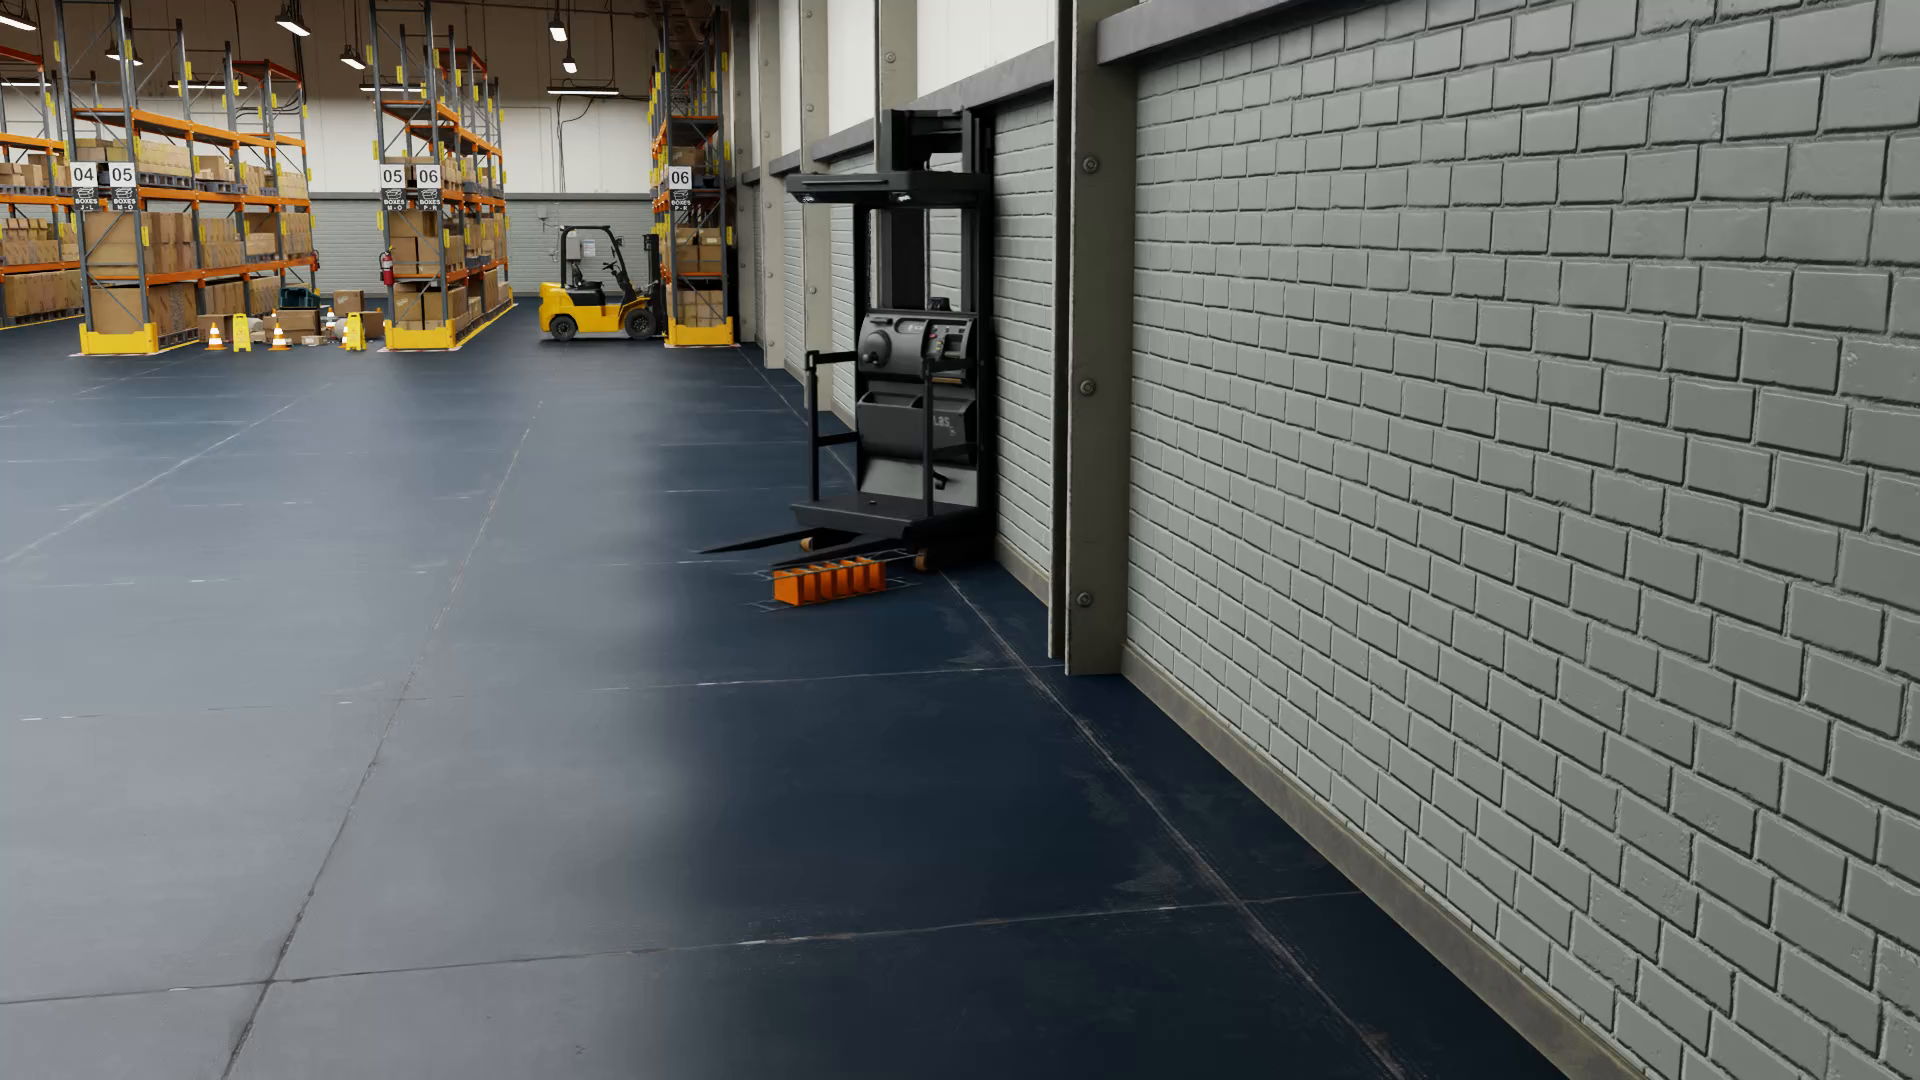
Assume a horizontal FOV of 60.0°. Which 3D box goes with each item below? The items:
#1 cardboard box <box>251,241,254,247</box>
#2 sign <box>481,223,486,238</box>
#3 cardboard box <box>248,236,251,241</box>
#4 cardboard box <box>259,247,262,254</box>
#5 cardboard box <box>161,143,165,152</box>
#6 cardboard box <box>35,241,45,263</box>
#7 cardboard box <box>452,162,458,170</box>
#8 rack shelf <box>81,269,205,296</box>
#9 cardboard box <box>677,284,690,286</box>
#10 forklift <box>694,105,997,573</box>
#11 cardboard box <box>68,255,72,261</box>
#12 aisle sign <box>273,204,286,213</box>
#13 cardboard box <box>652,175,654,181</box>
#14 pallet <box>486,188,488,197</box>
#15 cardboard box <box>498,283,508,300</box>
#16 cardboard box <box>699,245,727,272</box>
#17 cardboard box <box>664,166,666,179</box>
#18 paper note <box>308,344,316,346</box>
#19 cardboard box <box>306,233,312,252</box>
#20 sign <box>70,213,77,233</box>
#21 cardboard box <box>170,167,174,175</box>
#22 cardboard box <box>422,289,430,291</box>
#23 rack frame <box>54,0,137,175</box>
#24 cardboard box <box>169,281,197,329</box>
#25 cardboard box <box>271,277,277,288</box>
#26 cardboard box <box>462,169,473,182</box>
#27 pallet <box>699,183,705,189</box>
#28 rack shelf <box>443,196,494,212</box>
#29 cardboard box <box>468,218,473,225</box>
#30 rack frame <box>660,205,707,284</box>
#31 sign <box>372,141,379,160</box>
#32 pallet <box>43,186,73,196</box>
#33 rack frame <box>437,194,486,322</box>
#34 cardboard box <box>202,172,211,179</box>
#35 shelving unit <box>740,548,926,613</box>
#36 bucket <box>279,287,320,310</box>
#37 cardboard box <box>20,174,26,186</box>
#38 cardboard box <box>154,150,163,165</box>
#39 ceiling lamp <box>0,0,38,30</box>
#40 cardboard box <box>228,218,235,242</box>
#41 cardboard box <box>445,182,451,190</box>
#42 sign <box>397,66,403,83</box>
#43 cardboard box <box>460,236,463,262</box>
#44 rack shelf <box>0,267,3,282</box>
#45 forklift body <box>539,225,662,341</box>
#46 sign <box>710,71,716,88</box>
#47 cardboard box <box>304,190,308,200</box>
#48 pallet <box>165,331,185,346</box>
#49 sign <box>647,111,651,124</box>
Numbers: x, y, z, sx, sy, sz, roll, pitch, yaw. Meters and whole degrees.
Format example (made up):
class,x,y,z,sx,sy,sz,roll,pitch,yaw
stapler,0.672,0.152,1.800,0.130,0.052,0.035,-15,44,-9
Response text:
class,x,y,z,sx,sy,sz,roll,pitch,yaw
cardboard box,-16.090,-6.646,37.345,0.380,0.149,0.250,-2,11,-11
sign,-10.668,-6.926,37.179,0.100,0.325,0.005,-2,11,-11
cardboard box,-16.032,-6.737,37.030,0.380,0.149,0.250,-2,11,-11
cardboard box,-16.232,-6.639,38.106,0.380,0.149,0.250,-2,11,-13
cardboard box,-14.527,-7.059,29.889,0.380,0.149,0.250,-2,11,-10
cardboard box,-21.140,-6.535,37.739,0.500,0.500,0.500,-2,11,-12
cardboard box,-9.876,-7.194,31.988,0.380,0.149,0.250,-2,11,-9
rack shelf,-14.867,-4.722,30.409,1.077,0.370,4.000,-2,11,-11
cardboard box,-5.766,-5.069,33.862,0.500,0.250,0.500,-2,11,-12
forklift,-0.426,-1.333,10.863,1.130,2.935,3.031,8,14,38
cardboard box,-21.479,-6.739,39.753,0.380,0.149,0.250,-2,11,-13
aisle sign,-17.898,-8.923,43.602,0.394,0.787,0.004,-2,11,-11
cardboard box,-7.351,-8.876,40.772,0.380,0.149,0.250,-2,11,-12
pallet,-11.749,-8.322,39.884,0.805,0.209,1.217,-3,11,-13
cardboard box,-12.341,-6.505,43.579,0.875,0.438,0.875,-2,11,-9
cardboard box,-4.598,-5.239,30.931,0.500,0.500,0.500,-2,11,-9
cardboard box,-5.629,-7.346,33.095,0.500,0.311,0.500,-2,11,-10
paper note,-11.778,-3.550,30.266,0.148,0.019,0.142,-6,13,-31
cardboard box,-17.250,-7.766,43.411,0.500,0.500,0.500,-2,11,-10
sign,-15.013,-5.377,28.194,0.100,0.325,0.005,-2,11,-11
cardboard box,-14.622,-6.759,30.446,0.380,0.149,0.250,-2,11,-12
cardboard box,-10.250,-4.457,31.318,0.500,0.500,0.500,-2,11,-12
rack frame,-14.478,-7.656,27.854,1.000,3.000,0.127,-2,11,-11
cardboard box,-15.202,-4.487,31.809,0.875,0.875,0.875,-2,11,-10
cardboard box,-16.332,-6.034,38.935,0.500,0.250,0.500,-2,11,-8
cardboard box,-10.140,-7.369,33.646,0.500,0.250,0.500,-2,11,-13
pallet,-5.736,-7.363,34.849,0.805,0.209,1.217,-3,11,-13
rack shelf,-11.587,-7.862,38.881,1.077,0.370,4.000,-2,11,-11
cardboard box,-10.603,-6.805,35.507,0.380,0.149,0.250,-3,11,-14
rack frame,-6.330,-6.556,38.119,1.000,3.000,0.127,-2,11,-11
sign,-10.190,-6.799,29.008,0.100,0.325,0.005,-2,11,-11
pallet,-21.846,-8.328,39.646,1.003,0.211,1.213,-2,11,-11
rack frame,-11.198,-6.375,37.167,1.000,3.000,0.127,-2,11,-11
cardboard box,-15.273,-7.315,33.364,0.380,0.149,0.250,-2,11,-11
shelving unit,-0.745,0.235,9.944,1.200,0.189,0.258,-9,14,-40
bucket,-12.968,-4.640,32.742,0.726,0.611,0.620,2,1,9
cardboard box,-21.572,-8.180,37.742,0.500,0.311,0.500,-3,11,-13
cardboard box,-14.519,-6.794,29.561,0.500,0.250,0.500,-2,11,-11
ceiling lamp,-17.411,-11.171,30.709,0.800,3.185,2.000,-2,11,-11
cardboard box,-15.956,-6.634,35.586,0.700,0.500,0.500,-2,11,-11
cardboard box,-9.643,-6.567,30.827,0.380,0.149,0.250,-2,11,-10
sign,-10.963,-9.104,32.538,0.100,0.325,0.005,-2,11,-11
cardboard box,-9.983,-5.670,32.400,0.500,0.500,0.500,-2,11,-9
rack shelf,-20.530,-5.294,33.413,1.077,0.370,4.000,-2,11,-11
forklift body,-6.932,-4.953,31.968,2.313,2.155,1.214,-2,11,-11
sign,-5.003,-9.322,33.683,0.100,0.325,0.005,-2,11,-11
cardboard box,-17.242,-8.970,43.178,0.500,0.250,0.500,-2,11,-12
pallet,-14.944,-3.706,30.604,1.003,0.211,1.213,-2,11,-11
sign,-8.418,-11.448,45.068,0.100,0.325,0.005,-2,11,-11
